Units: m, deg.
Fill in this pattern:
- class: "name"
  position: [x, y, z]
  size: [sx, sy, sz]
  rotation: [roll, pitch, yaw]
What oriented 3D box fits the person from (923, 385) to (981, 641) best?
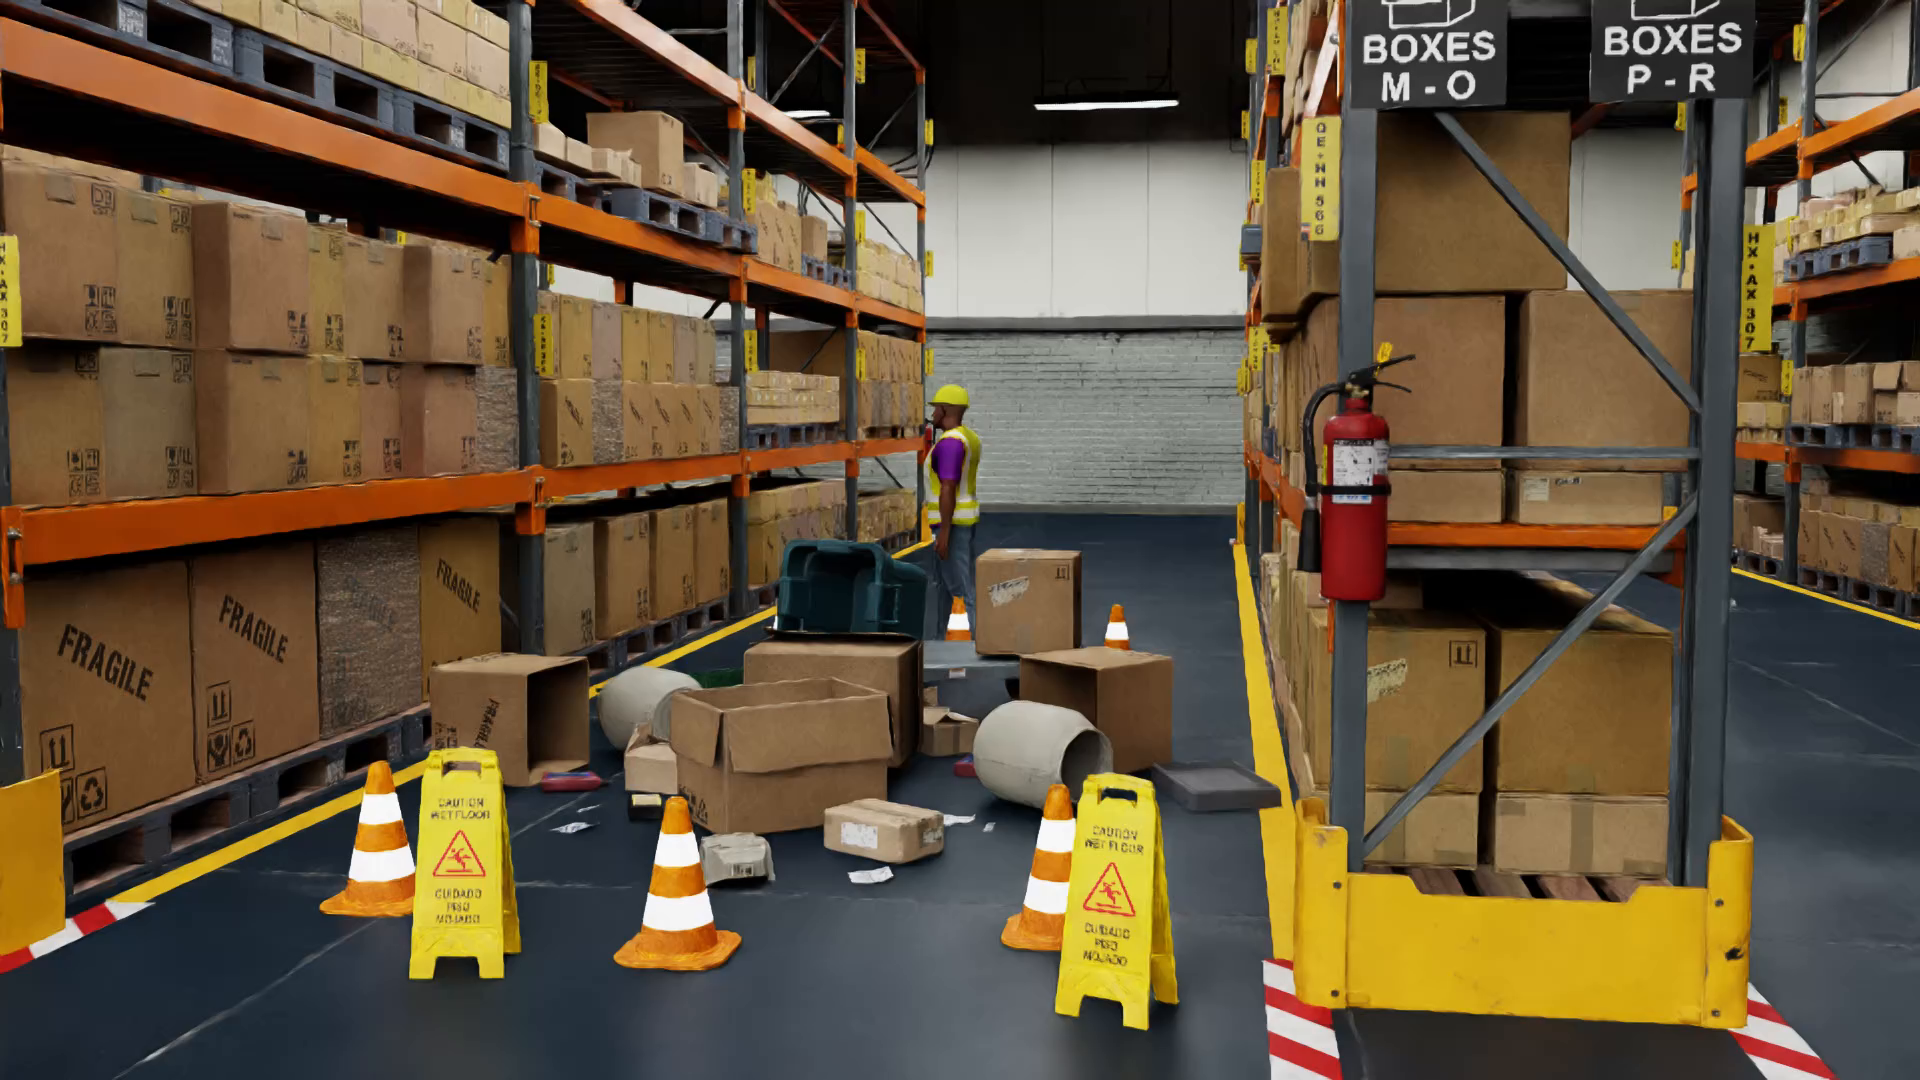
- class: "person"
  position: [-0.083, -0.094, 10.525]
  size: [0.567, 1.769, 0.732]
  rotation: [1, 5, 10]
